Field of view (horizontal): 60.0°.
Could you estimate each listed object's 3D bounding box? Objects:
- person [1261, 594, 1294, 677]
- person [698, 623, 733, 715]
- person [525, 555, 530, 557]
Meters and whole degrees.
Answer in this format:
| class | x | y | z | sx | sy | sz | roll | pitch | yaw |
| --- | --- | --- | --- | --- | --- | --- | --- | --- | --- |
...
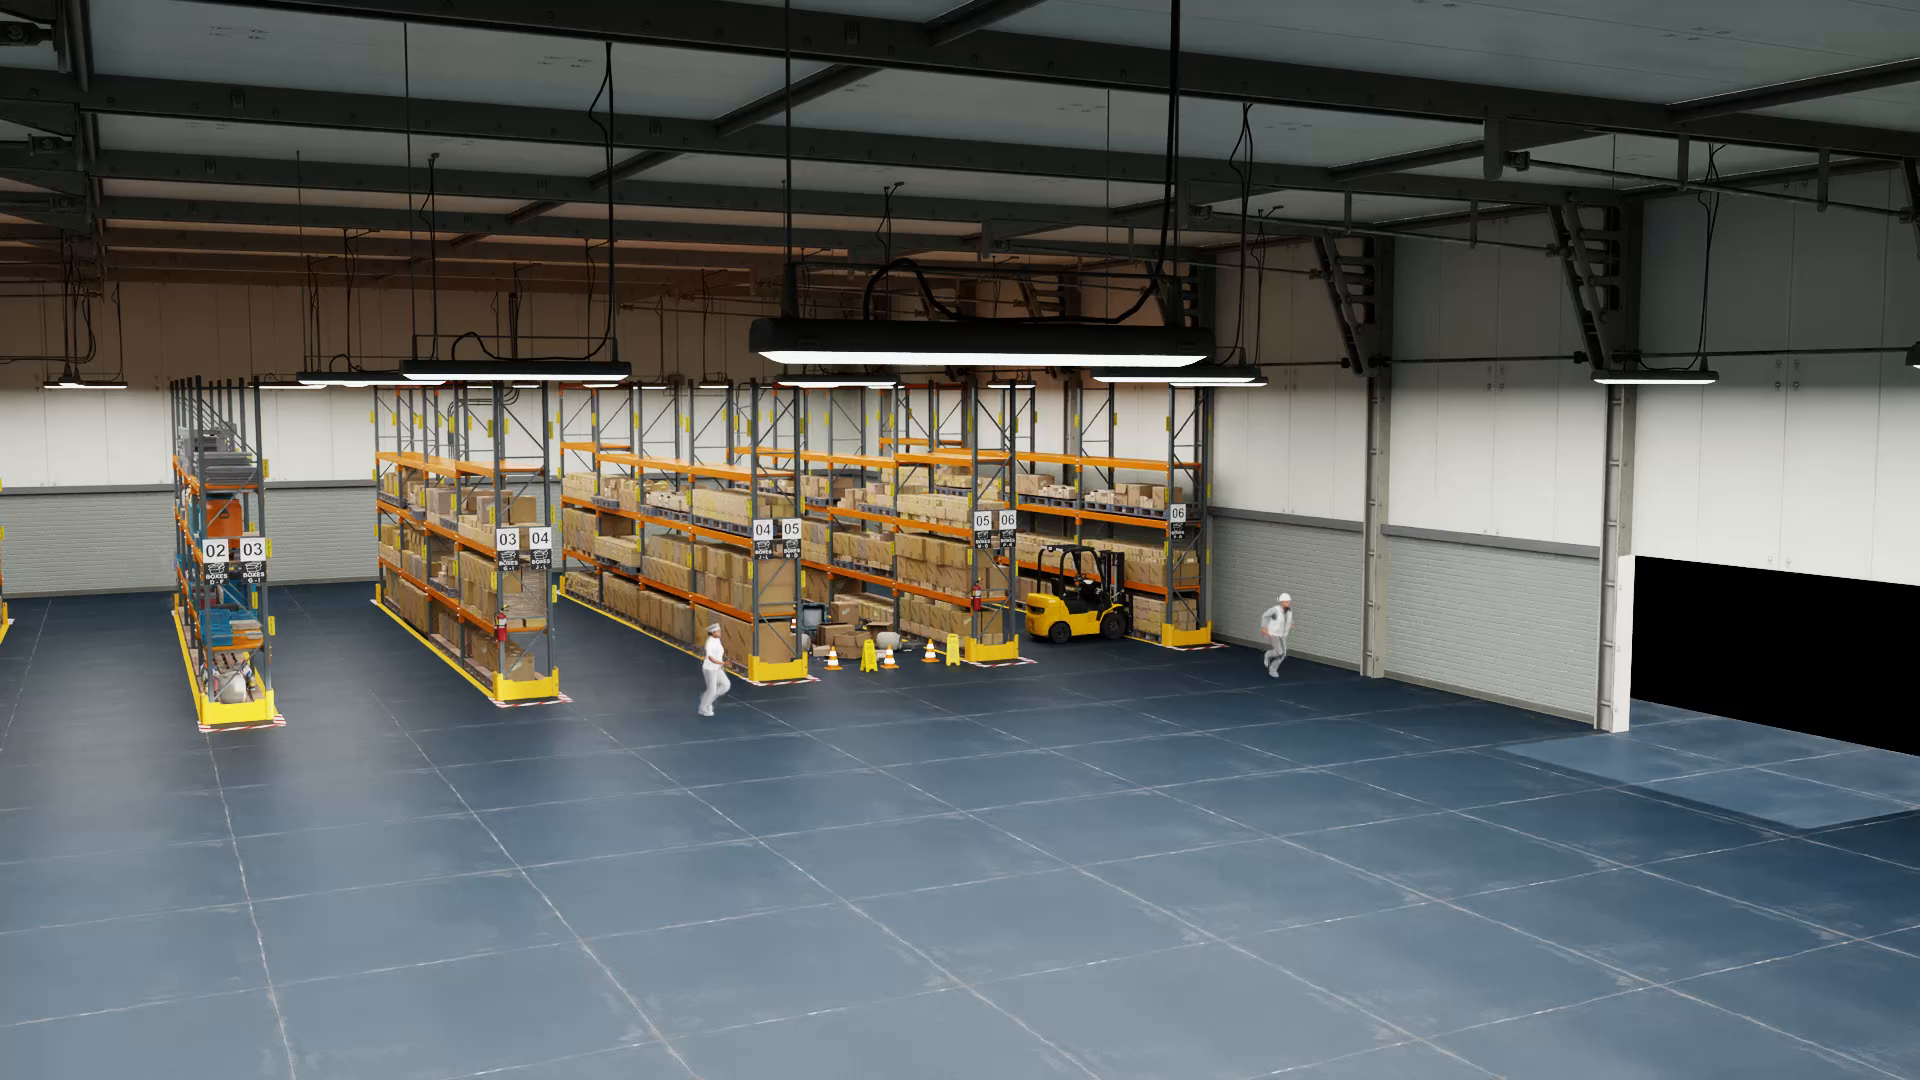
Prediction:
| class | x | y | z | sx | sy | sz | roll | pitch | yaw |
| --- | --- | --- | --- | --- | --- | --- | --- | --- | --- |
| person | 6.426 | 1.915 | 33.465 | 0.648 | 1.702 | 0.726 | -3 | 6 | -31 |
| person | -4.325 | 2.279 | 29.444 | 0.663 | 1.648 | 0.551 | 1 | 5 | 9 |
| person | -11.697 | 0.887 | 44.536 | 0.618 | 1.703 | 0.863 | -2 | 6 | -24 |
